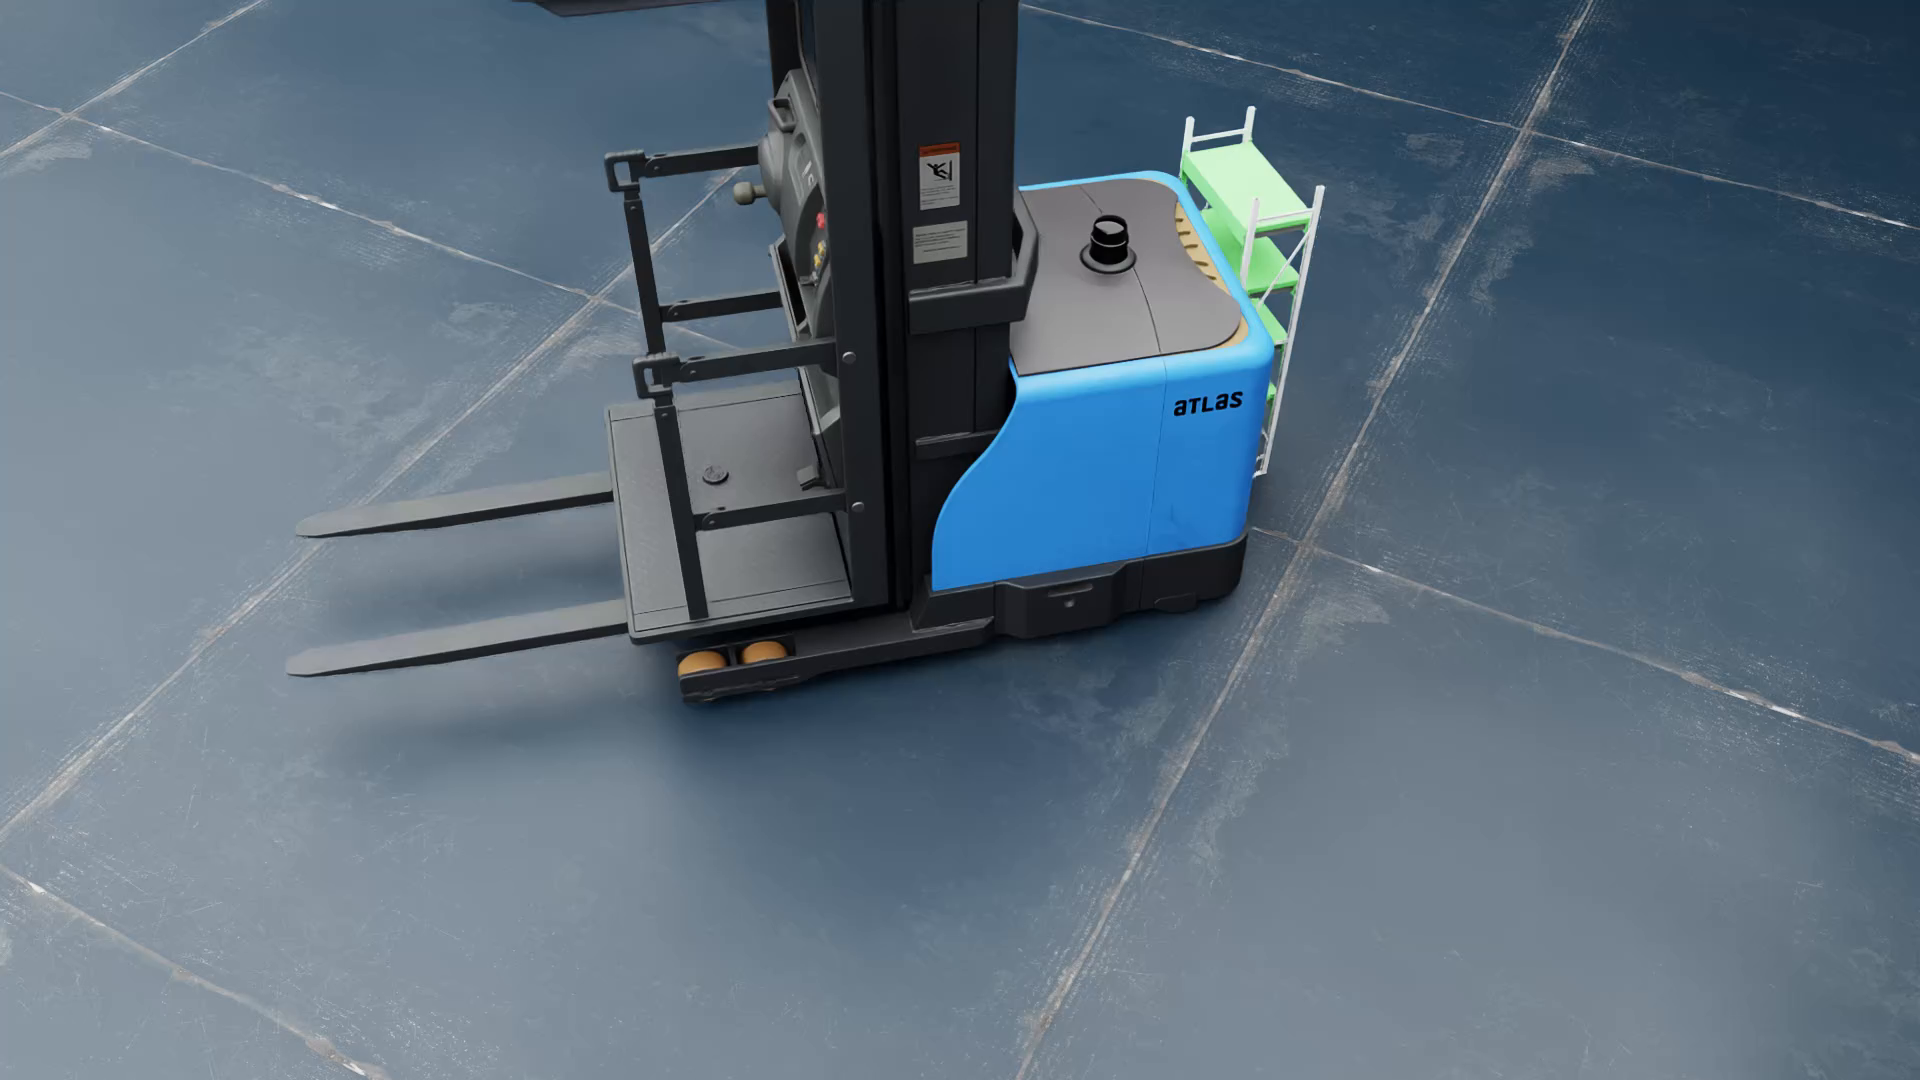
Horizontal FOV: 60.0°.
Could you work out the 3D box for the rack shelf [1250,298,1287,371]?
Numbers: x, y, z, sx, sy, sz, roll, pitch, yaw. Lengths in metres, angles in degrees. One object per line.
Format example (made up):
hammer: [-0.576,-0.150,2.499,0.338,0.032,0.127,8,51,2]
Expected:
rack shelf: [0.919,-0.762,5.745,0.258,0.148,0.480,-13,47,-14]

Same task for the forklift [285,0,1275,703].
forklift: [-0.639,-0.936,4.614,3.031,2.935,1.130,-9,46,-9]

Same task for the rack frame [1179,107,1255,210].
rack frame: [0.842,-0.972,5.862,0.240,1.200,0.015,-13,47,-14]

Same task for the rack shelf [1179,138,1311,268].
rack shelf: [0.929,-1.102,5.406,0.258,0.148,0.480,-13,47,-14]

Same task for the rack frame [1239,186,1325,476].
rack frame: [0.999,-0.643,5.538,0.240,1.200,0.015,-13,47,-14]

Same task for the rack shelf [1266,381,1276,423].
rack shelf: [0.915,-0.592,5.915,0.258,0.148,0.480,-13,47,-14]

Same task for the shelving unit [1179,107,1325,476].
shelving unit: [0.921,-0.807,5.700,0.258,1.200,0.503,-13,47,-14]

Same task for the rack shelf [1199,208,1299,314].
rack shelf: [0.924,-0.932,5.576,0.258,0.148,0.480,-13,47,-14]
